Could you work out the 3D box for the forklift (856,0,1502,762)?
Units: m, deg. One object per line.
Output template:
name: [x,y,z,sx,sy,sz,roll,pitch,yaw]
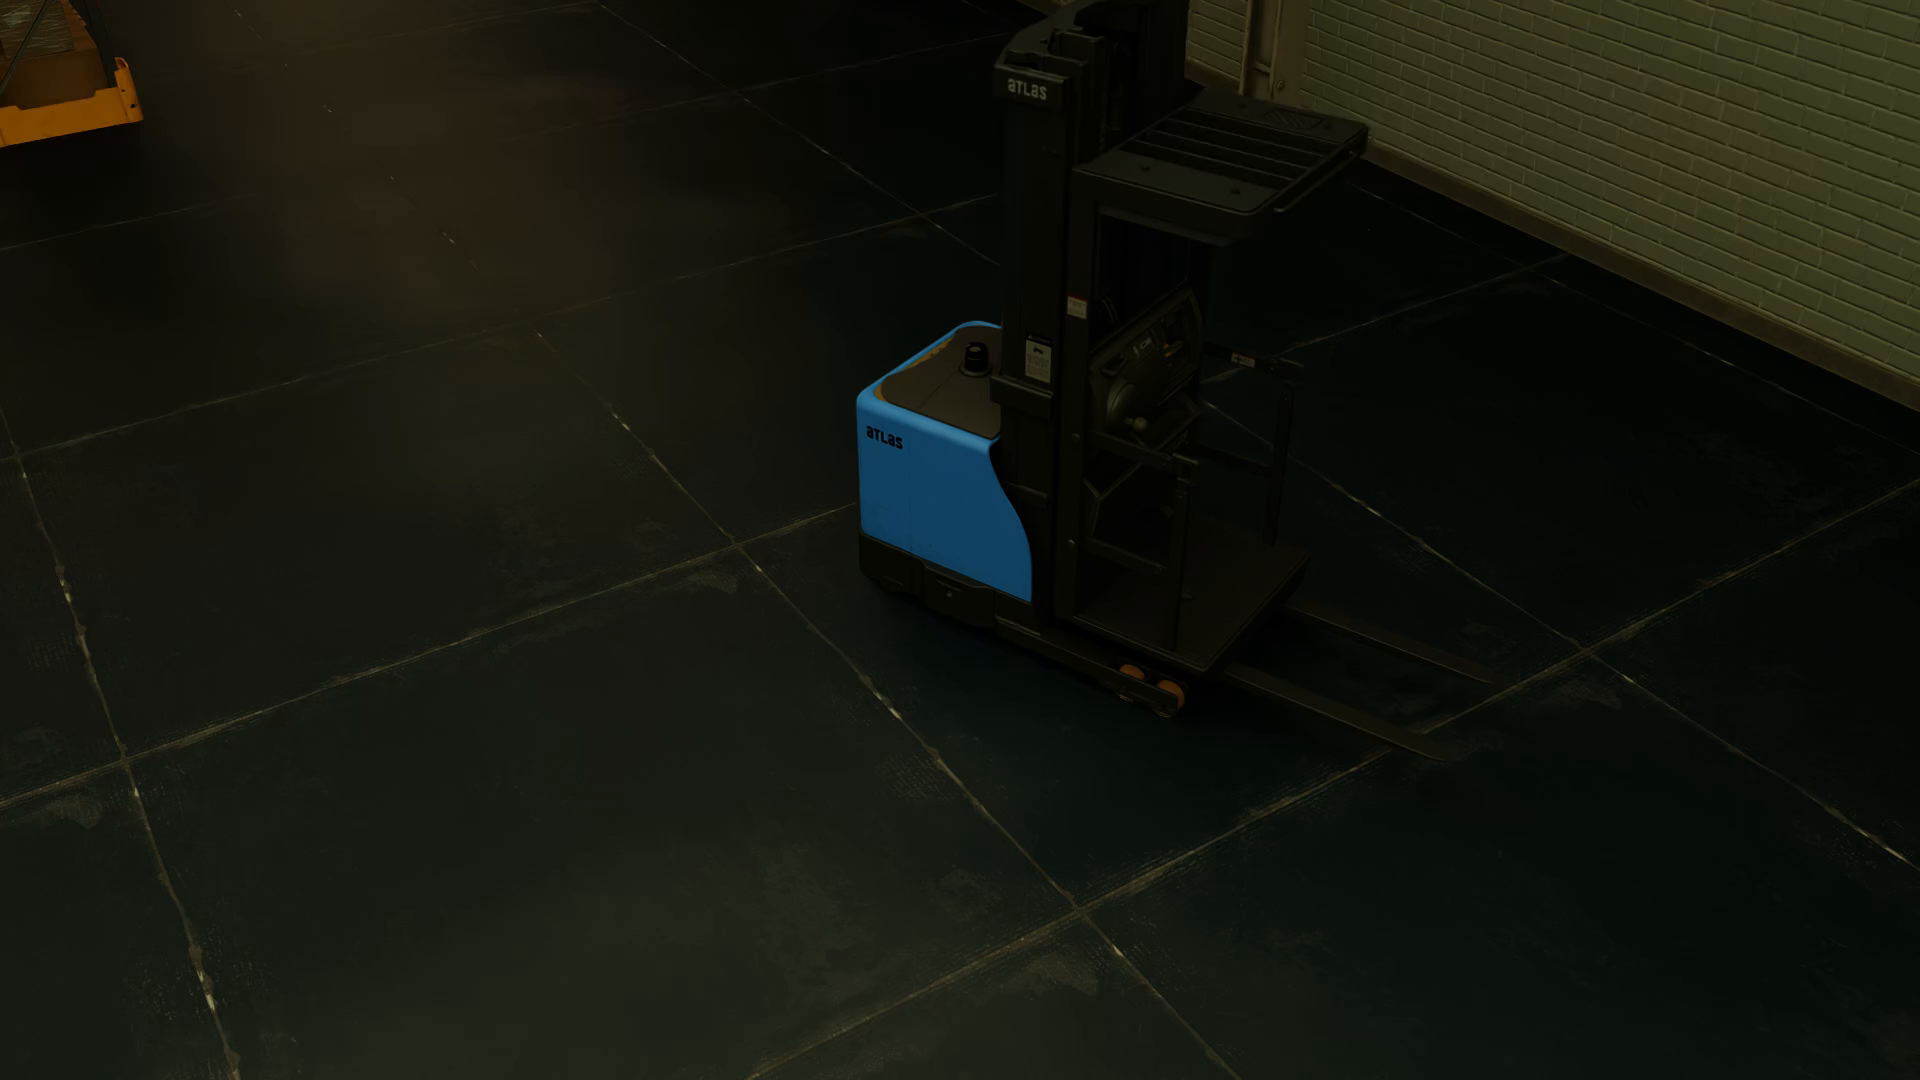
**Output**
forklift: [0.992,-0.744,7.206,3.031,2.935,1.130,22,41,28]
